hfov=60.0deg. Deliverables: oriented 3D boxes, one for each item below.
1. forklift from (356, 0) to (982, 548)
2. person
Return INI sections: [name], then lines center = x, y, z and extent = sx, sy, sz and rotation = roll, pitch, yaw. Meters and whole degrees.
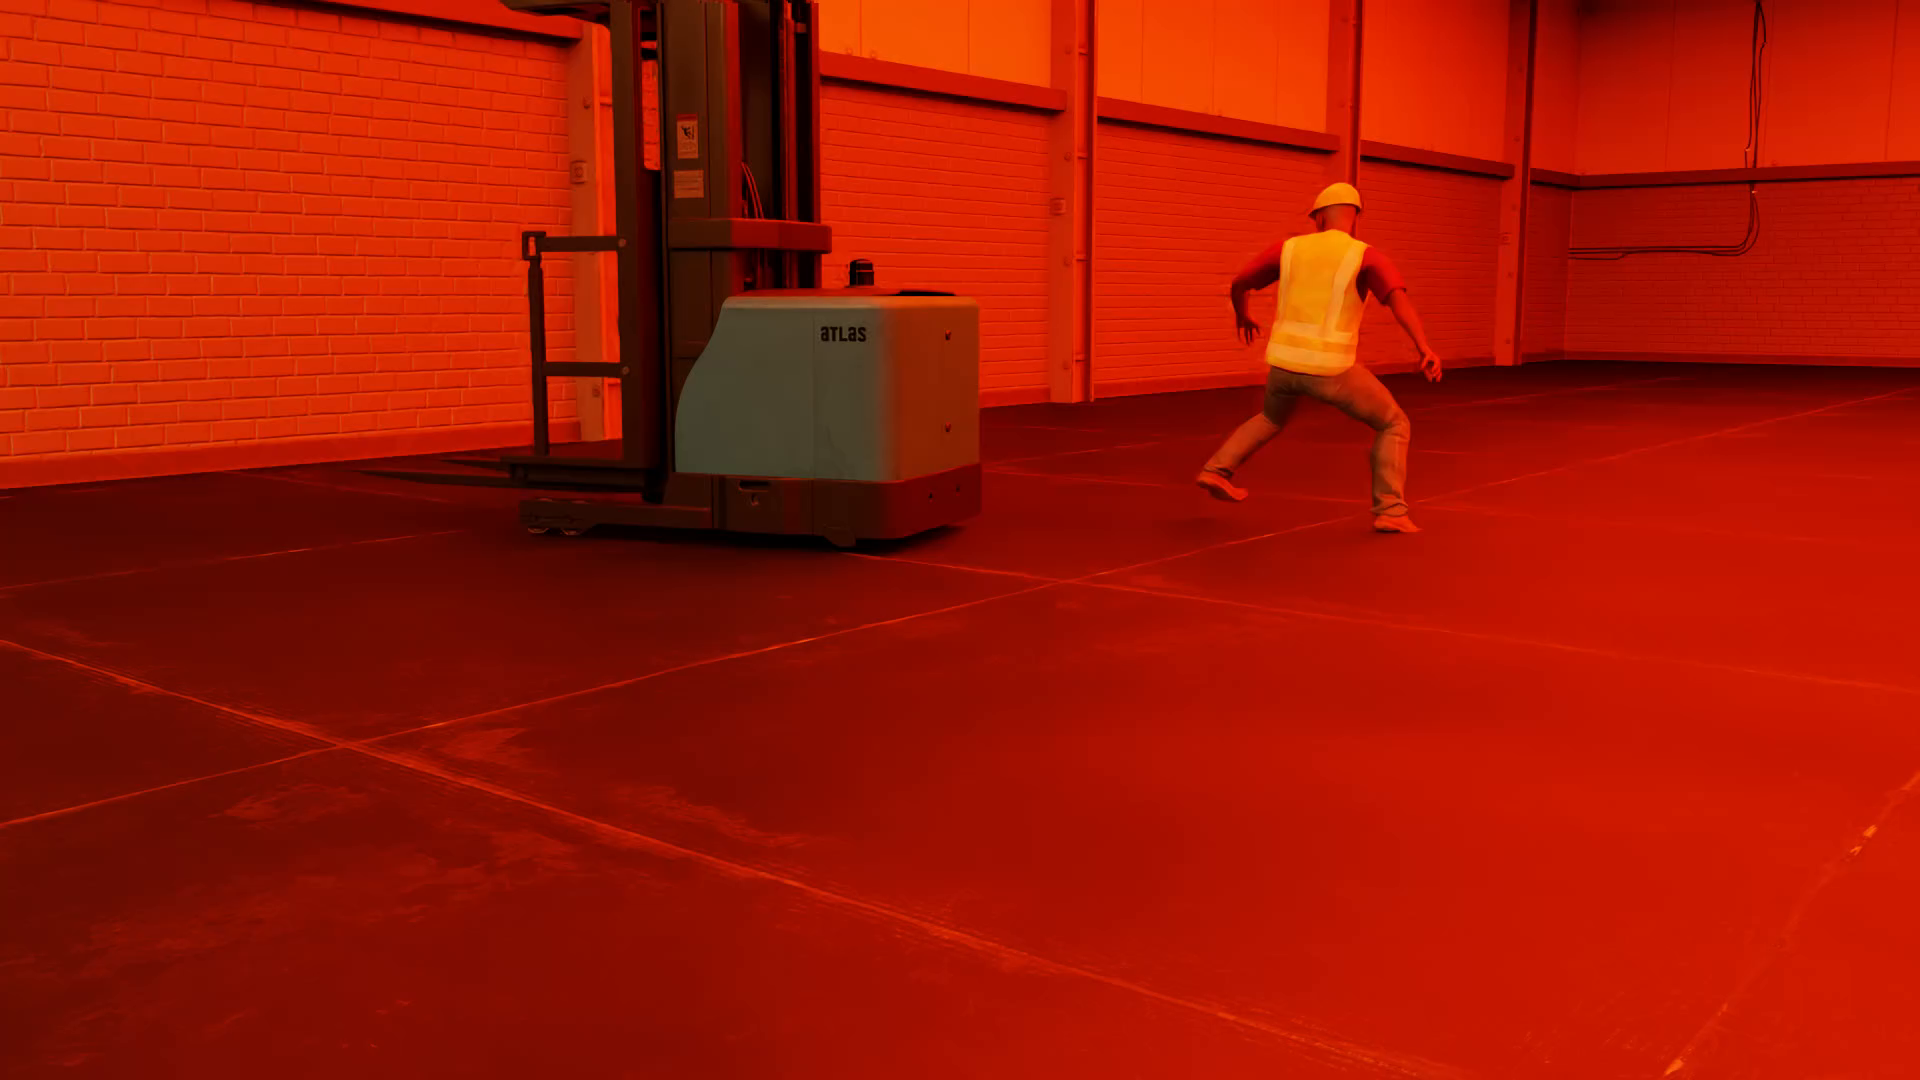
[forklift]
center = -1.463, -1.532, 7.749
extent = 3.031, 2.935, 1.130
rotation = 4, 9, 23
[person]
center = 1.738, -0.825, 7.727
extent = 1.227, 1.659, 0.533
rotation = 8, 11, 43
